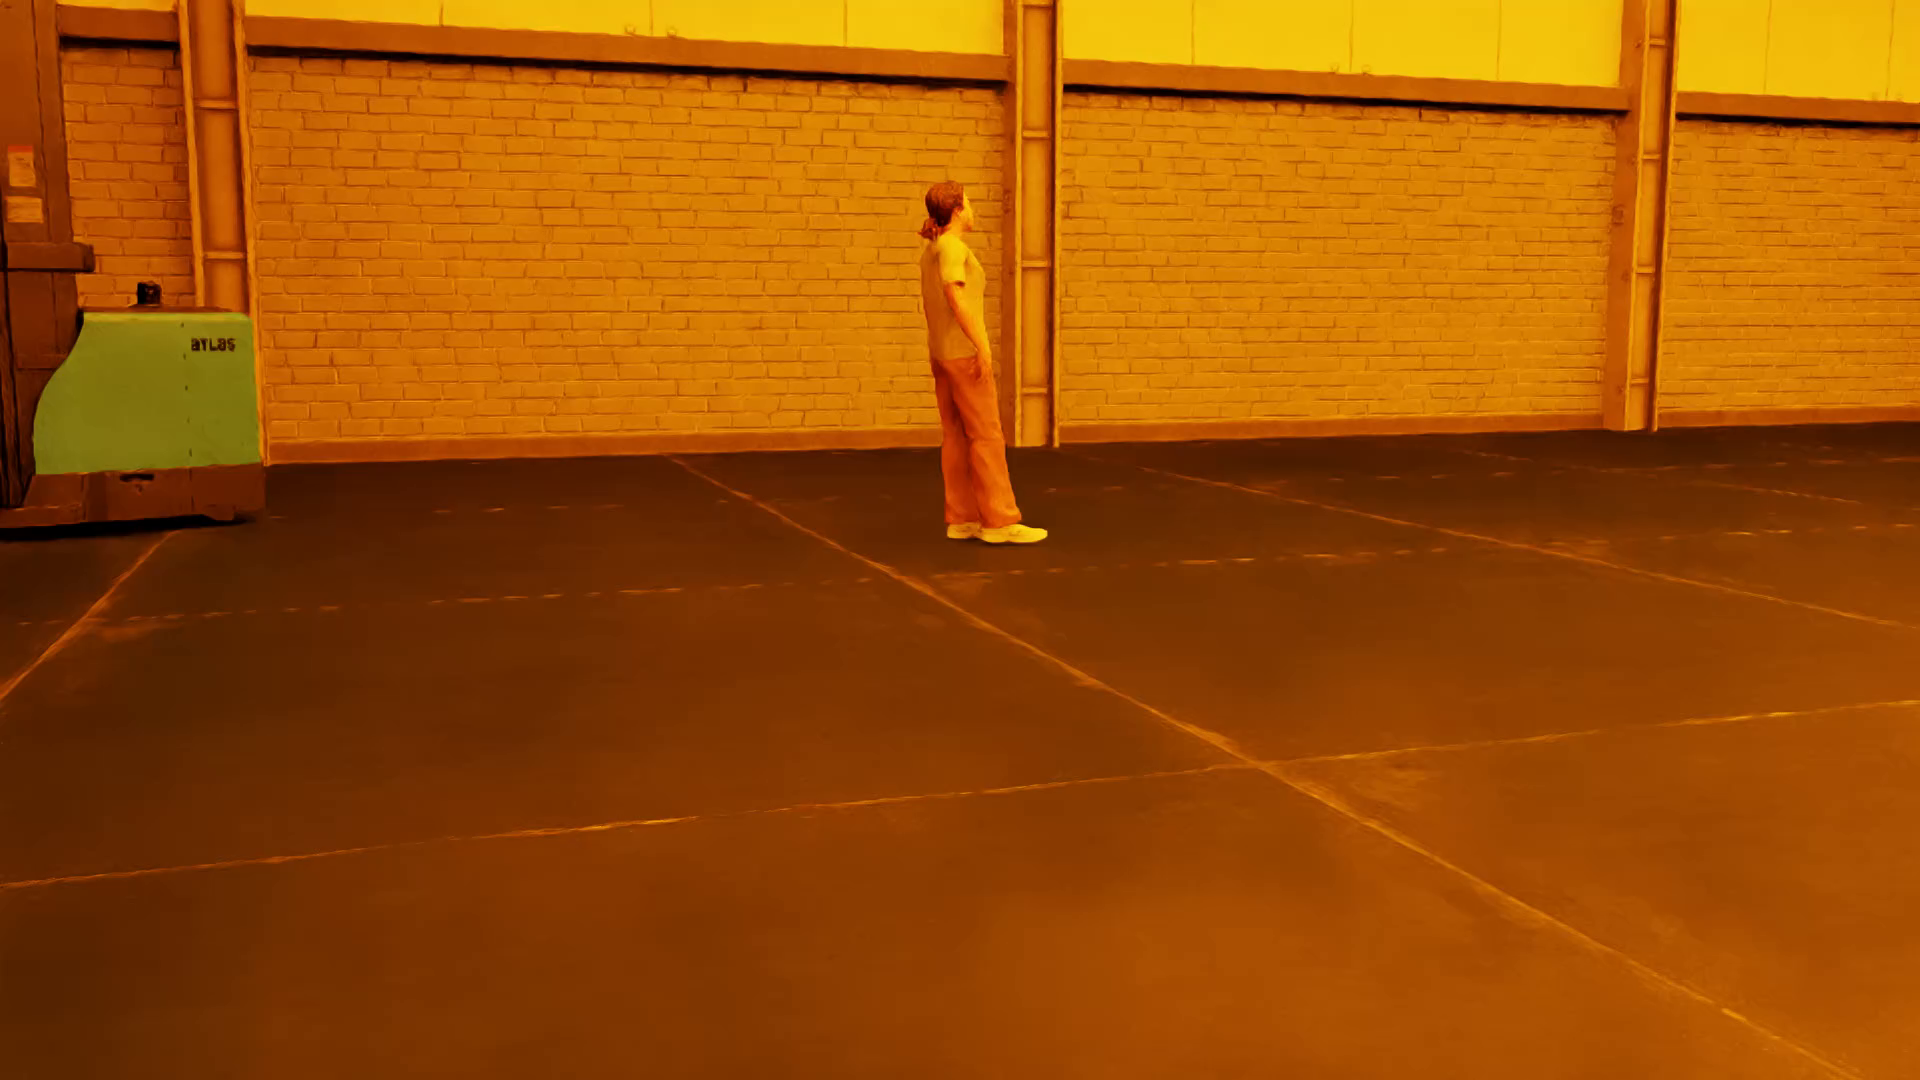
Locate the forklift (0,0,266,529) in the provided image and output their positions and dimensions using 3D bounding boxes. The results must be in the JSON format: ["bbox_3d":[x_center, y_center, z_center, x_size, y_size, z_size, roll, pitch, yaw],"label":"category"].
[{"bbox_3d":[-5.050,-1.467,7.832,3.031,2.935,1.130,-6,10,-38],"label":"forklift"}]

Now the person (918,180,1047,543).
[{"bbox_3d":[0.074,-0.839,7.823,0.548,1.674,0.554,-3,8,-18],"label":"person"}]
